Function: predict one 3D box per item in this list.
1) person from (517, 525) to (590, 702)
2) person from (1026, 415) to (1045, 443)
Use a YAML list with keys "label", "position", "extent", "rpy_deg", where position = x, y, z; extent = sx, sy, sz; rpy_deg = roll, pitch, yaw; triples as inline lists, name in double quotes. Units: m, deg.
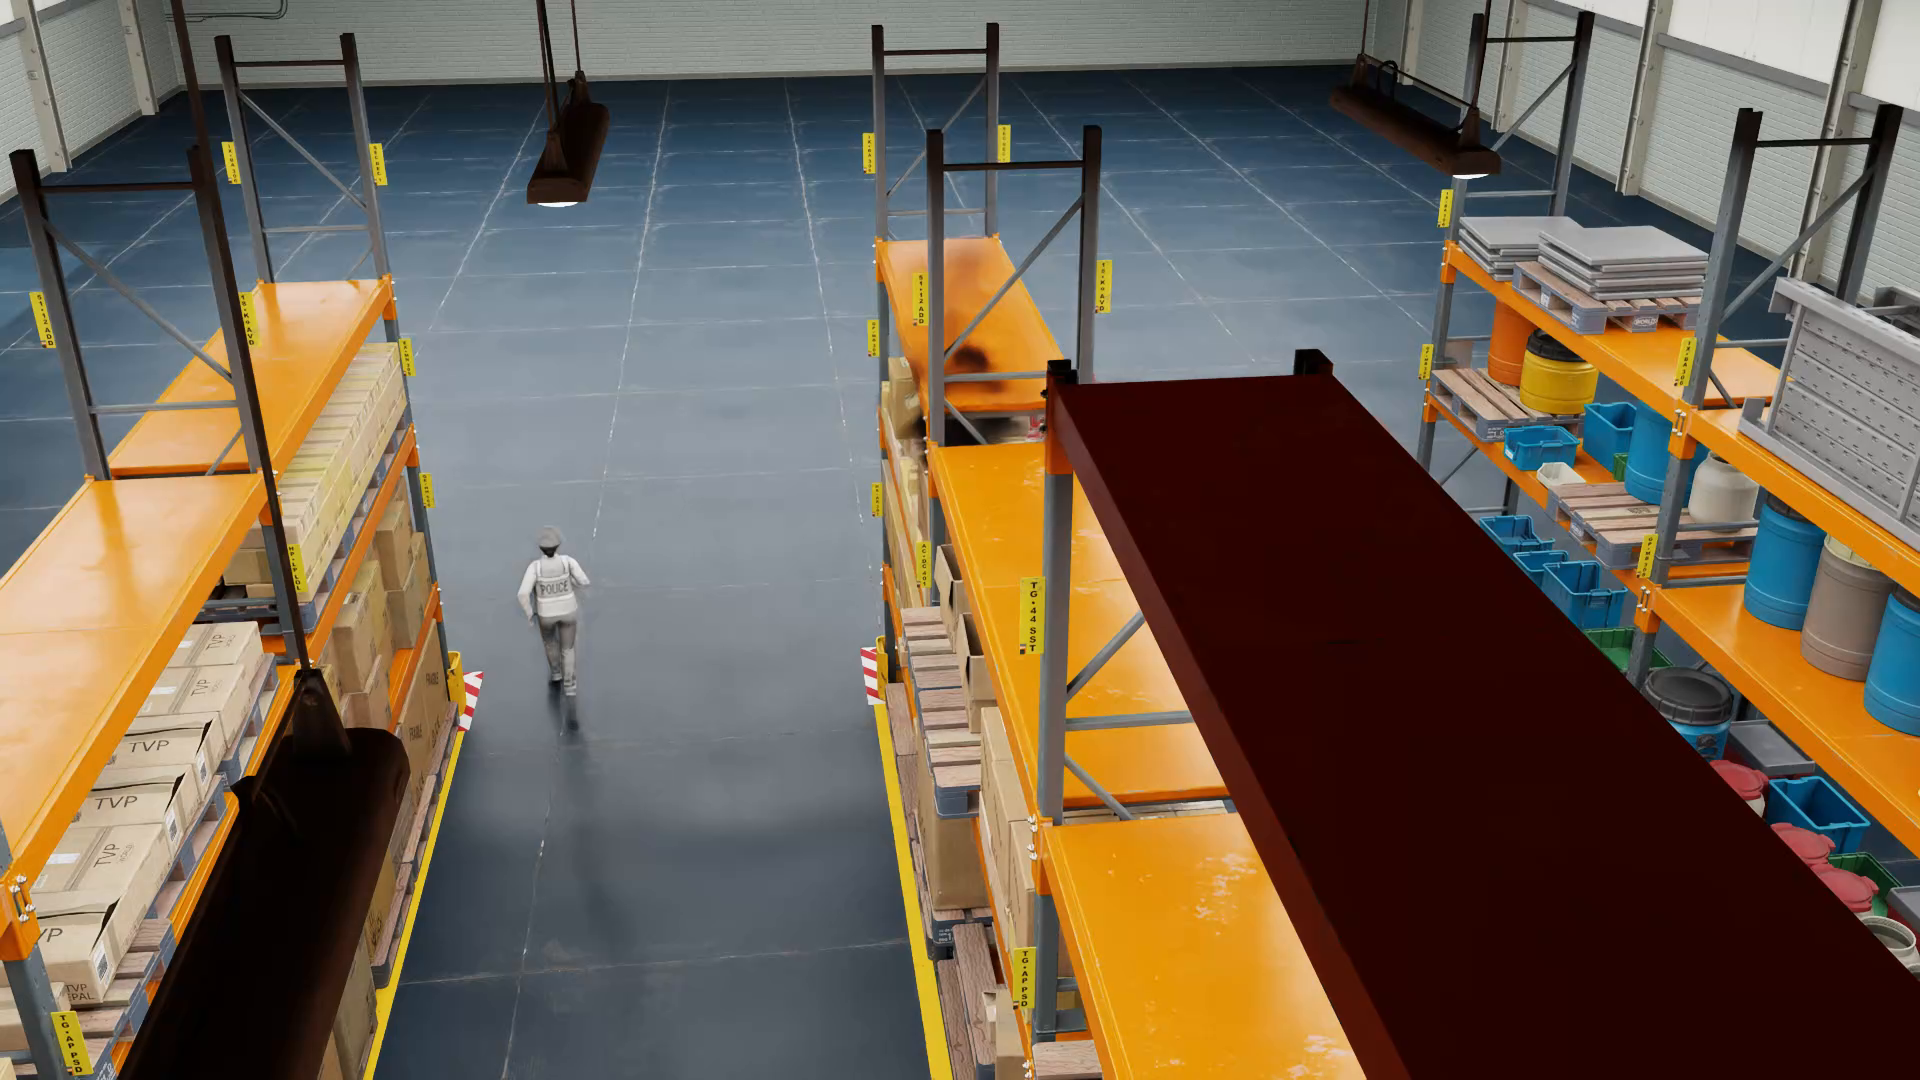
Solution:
- label: "person"
  position: [-3.664, 0.690, 15.109]
  extent: [0.651, 1.704, 0.896]
  rpy_deg: [-8, 27, -15]
- label: "person"
  position: [0.780, -1.118, 18.806]
  extent: [0.717, 1.852, 0.637]
  rpy_deg: [11, 28, 23]
